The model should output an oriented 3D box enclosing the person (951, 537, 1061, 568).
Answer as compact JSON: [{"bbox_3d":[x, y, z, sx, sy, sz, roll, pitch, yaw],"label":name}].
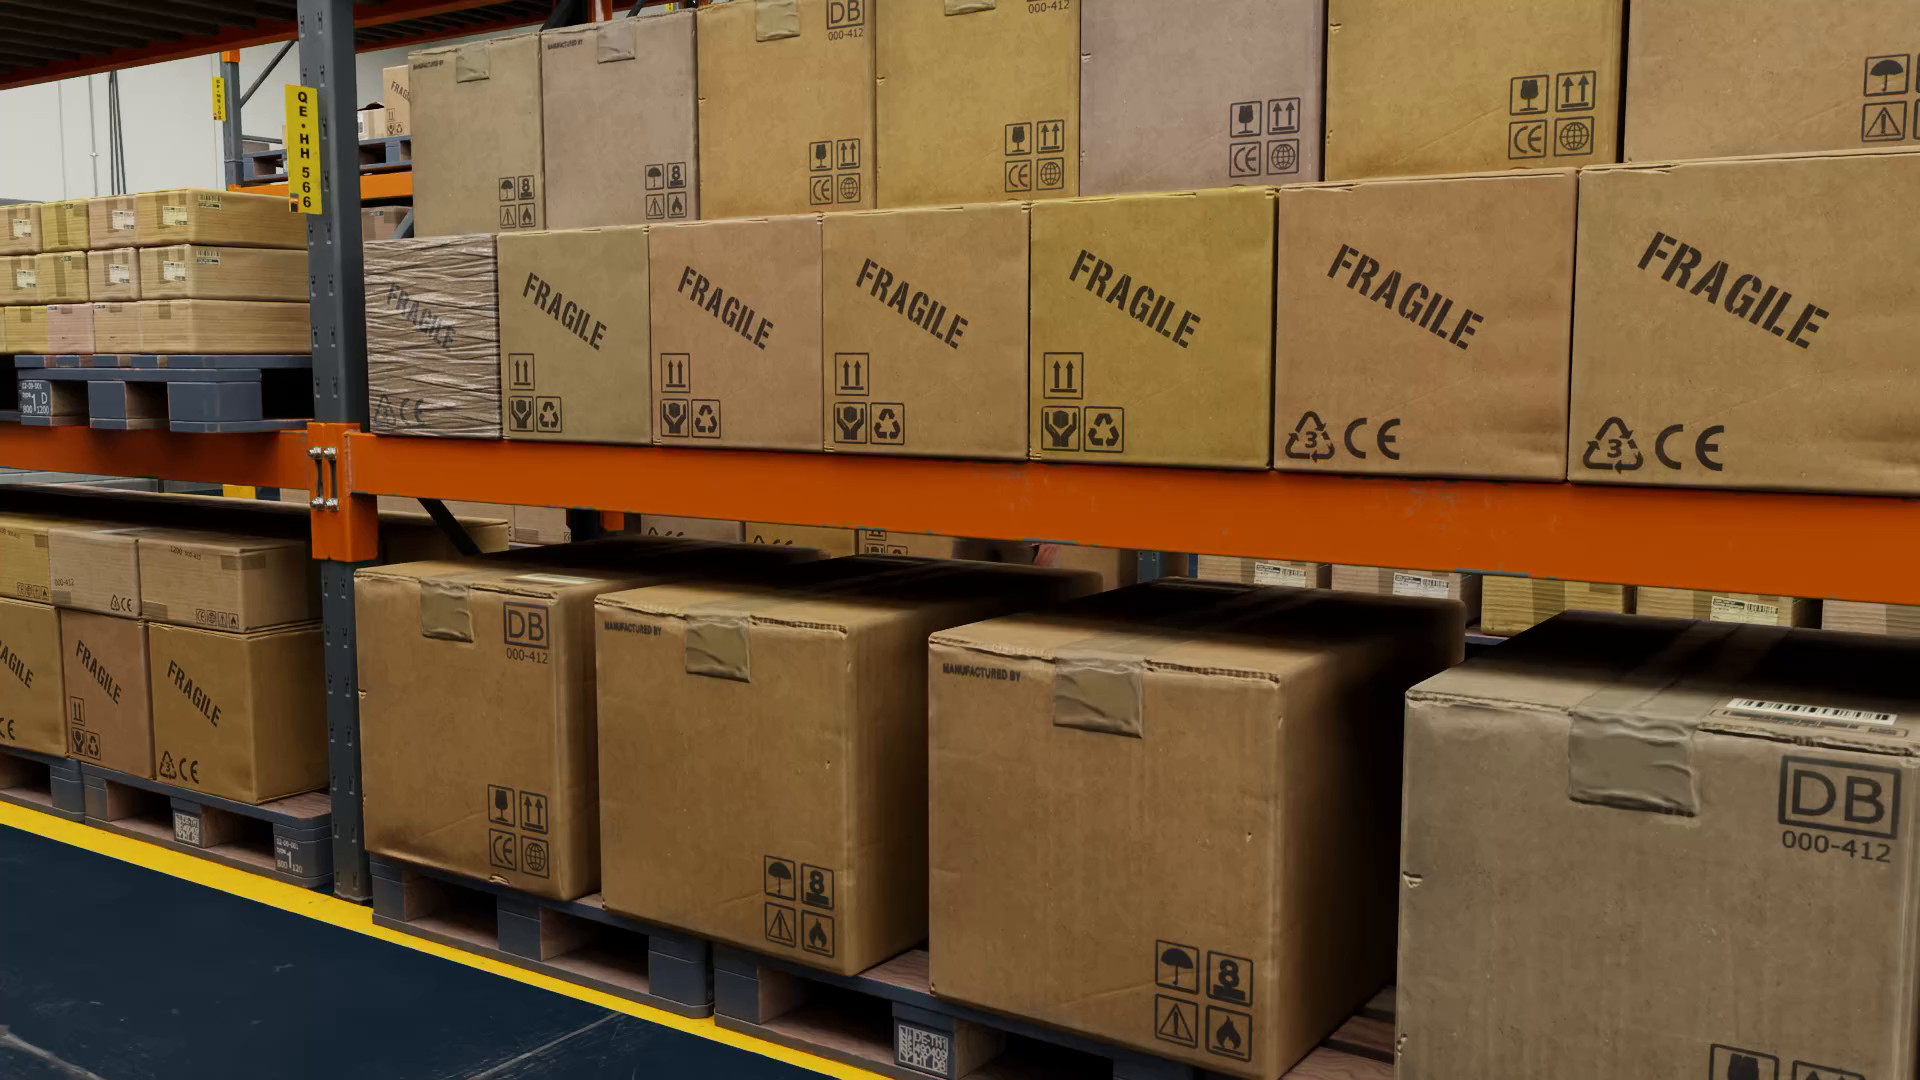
[{"bbox_3d":[0.185,-0.020,6.176,0.540,1.709,0.335,4,8,35],"label":"person"}]
